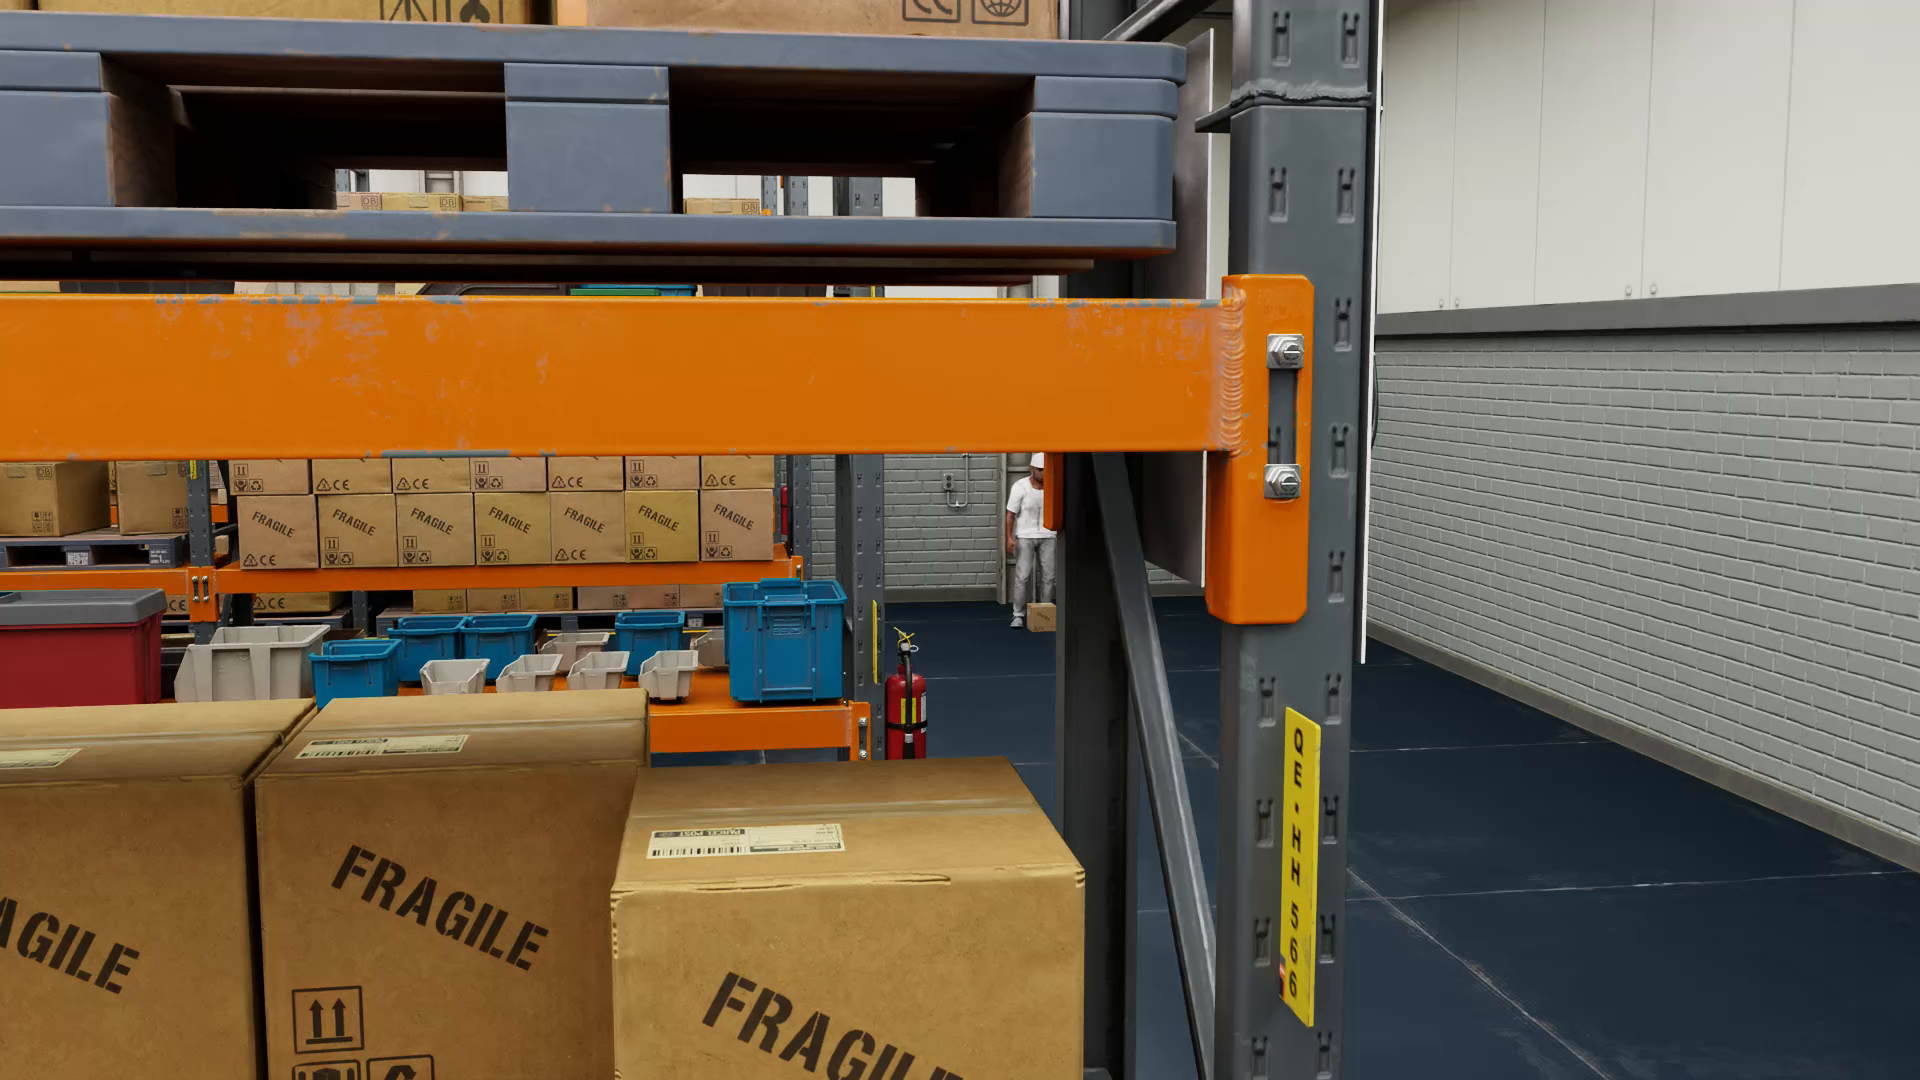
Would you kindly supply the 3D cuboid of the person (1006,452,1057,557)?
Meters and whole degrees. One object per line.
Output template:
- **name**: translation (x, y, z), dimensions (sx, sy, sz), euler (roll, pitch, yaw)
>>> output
- **person**: translation (0.771, -0.354, 16.641), dimensions (0.633, 1.059, 0.463), euler (-1, 7, -10)
